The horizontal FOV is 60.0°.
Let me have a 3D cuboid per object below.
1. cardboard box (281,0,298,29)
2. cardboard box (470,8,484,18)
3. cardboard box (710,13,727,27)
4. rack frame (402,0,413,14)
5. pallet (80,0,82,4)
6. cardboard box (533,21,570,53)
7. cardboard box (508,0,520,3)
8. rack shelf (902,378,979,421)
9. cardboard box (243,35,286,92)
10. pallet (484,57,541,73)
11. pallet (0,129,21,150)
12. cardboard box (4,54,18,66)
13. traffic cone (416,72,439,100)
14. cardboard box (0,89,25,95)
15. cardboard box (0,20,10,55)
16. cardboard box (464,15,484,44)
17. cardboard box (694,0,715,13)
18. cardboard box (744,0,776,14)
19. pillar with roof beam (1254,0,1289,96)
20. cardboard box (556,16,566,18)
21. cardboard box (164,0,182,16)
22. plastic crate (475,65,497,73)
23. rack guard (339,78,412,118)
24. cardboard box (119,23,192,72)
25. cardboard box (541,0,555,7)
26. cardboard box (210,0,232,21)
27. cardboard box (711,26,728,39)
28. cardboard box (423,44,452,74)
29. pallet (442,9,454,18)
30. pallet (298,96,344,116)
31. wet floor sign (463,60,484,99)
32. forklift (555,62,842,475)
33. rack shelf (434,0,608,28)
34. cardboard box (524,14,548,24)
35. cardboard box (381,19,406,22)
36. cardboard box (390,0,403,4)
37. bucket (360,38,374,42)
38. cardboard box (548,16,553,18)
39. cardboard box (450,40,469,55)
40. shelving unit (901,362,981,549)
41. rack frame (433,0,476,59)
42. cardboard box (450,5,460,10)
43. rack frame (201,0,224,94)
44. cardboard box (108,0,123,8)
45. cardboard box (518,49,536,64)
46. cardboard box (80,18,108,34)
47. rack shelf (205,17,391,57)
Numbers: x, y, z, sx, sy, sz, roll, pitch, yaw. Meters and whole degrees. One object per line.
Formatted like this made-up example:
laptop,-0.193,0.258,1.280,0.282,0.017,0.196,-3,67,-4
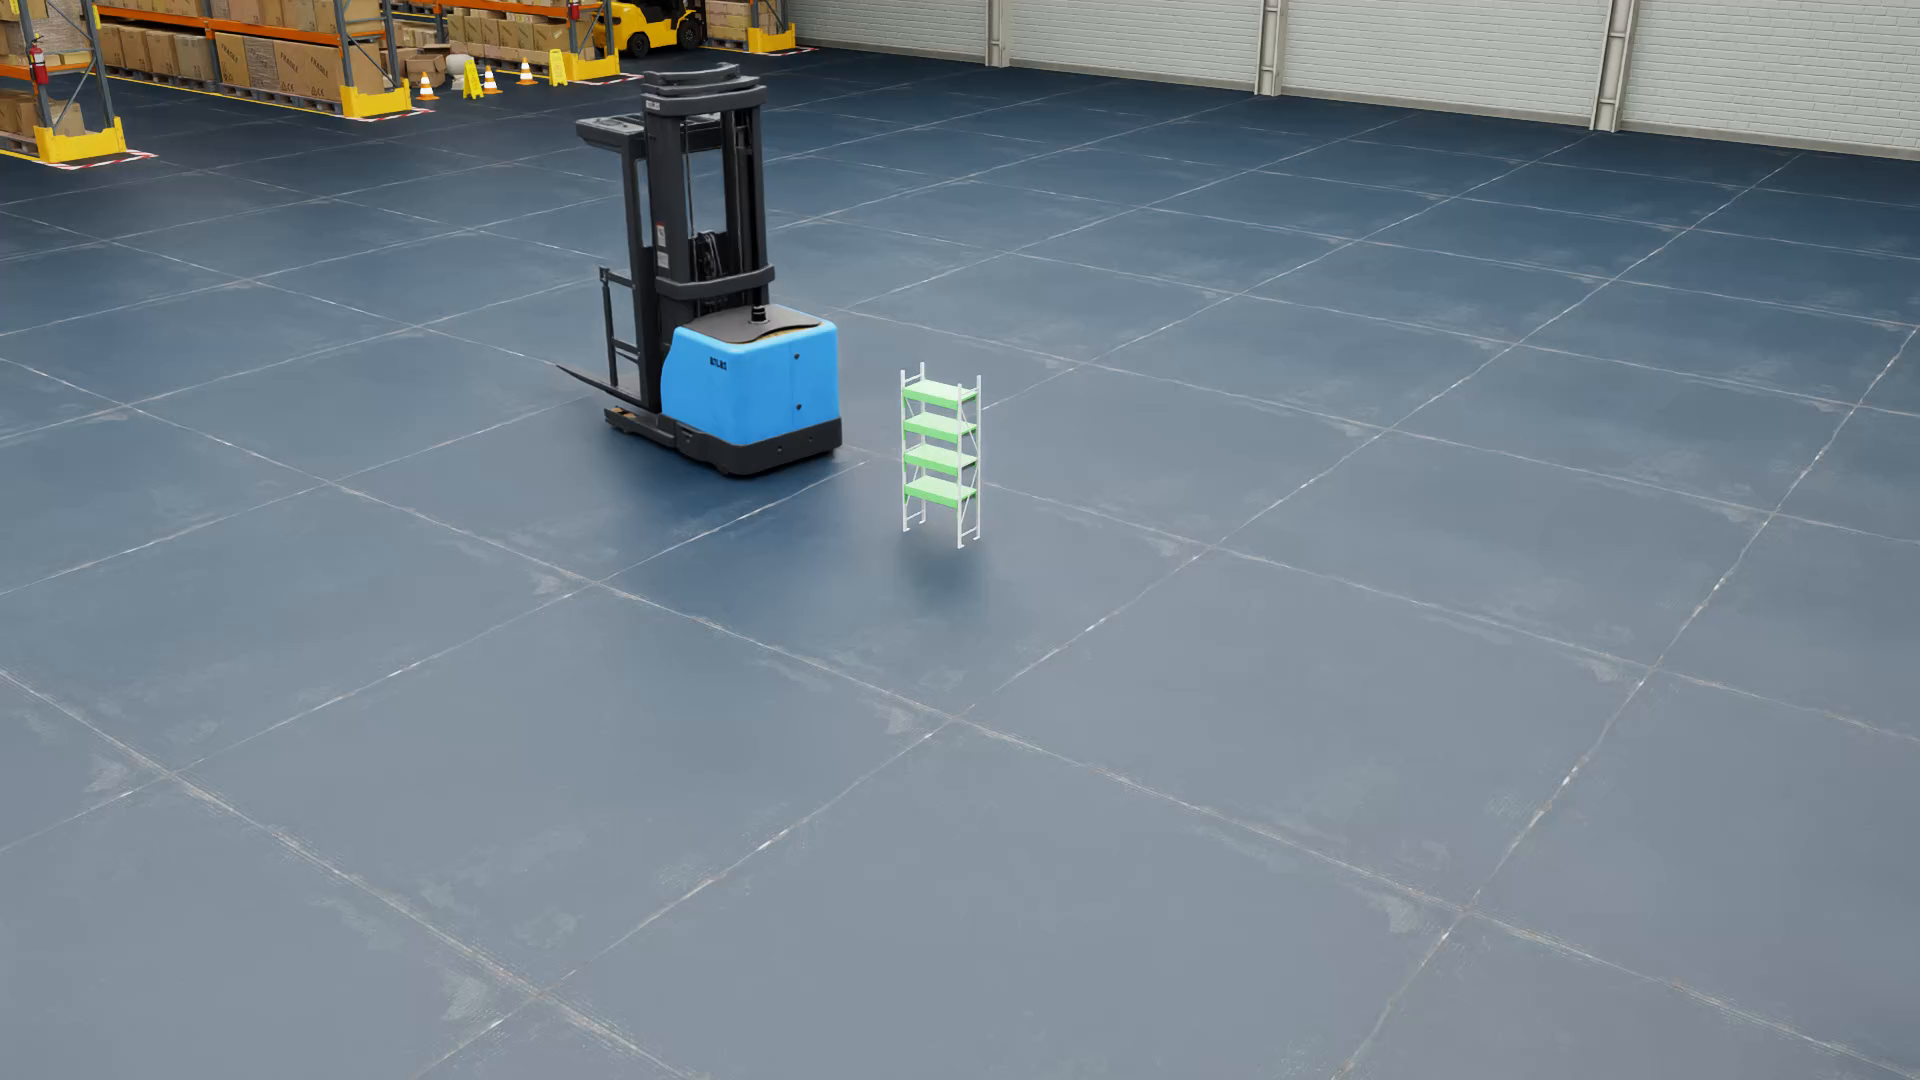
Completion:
cardboard box,-11.041,-9.080,28.453,0.550,0.550,0.875,17,29,33
cardboard box,-9.417,-10.394,32.776,0.250,0.149,0.380,18,30,35
cardboard box,-5.001,-11.163,35.635,0.500,0.250,0.500,16,29,33
rack frame,-13.631,-14.760,41.530,0.127,3.000,1.000,17,29,33
pallet,-16.927,-10.619,32.370,1.003,0.211,1.213,17,29,33
cardboard box,-7.800,-9.643,31.875,0.500,0.500,0.500,17,29,34
cardboard box,-8.496,-10.449,32.057,0.250,0.149,0.380,16,29,33
rack shelf,-0.132,-0.970,11.431,0.480,0.148,0.258,17,29,33
cardboard box,-11.907,-8.430,29.278,0.875,0.875,0.875,17,29,34
pallet,-8.665,-9.502,33.053,1.213,0.211,1.003,17,29,33
pallet,-14.608,-6.304,25.796,1.213,0.211,1.003,17,29,33
cardboard box,-13.729,-7.051,24.344,0.250,0.149,0.380,17,29,33
traffic cone,-9.464,-8.060,29.470,0.334,0.463,0.336,17,29,33
cardboard box,-14.844,-6.704,25.825,0.500,0.500,0.500,14,27,29
cardboard box,-13.842,-7.465,24.479,0.500,0.500,0.875,17,29,33
cardboard box,-9.458,-10.145,33.015,0.500,0.500,0.500,18,30,35
cardboard box,-5.406,-11.501,35.782,0.500,0.250,0.500,17,29,34
cardboard box,-4.300,-11.427,35.615,0.500,0.250,0.500,16,29,33
pillar with roof beam,2.975,-10.772,25.038,0.400,9.000,9.100,17,29,33
cardboard box,-8.873,-12.425,38.654,0.625,0.625,0.875,15,28,31
cardboard box,-14.074,-9.810,30.170,0.500,0.500,0.500,16,29,33
plastic crate,-9.439,-9.243,32.629,0.583,0.080,0.402,7,25,15
rack guard,-9.872,-7.485,28.118,0.348,0.500,1.175,17,29,33
cardboard box,-15.158,-9.345,31.509,0.750,0.750,1.050,17,29,34
cardboard box,-7.700,-10.188,31.465,0.250,0.149,0.380,16,29,33
cardboard box,-12.789,-9.585,29.599,0.550,0.550,0.875,17,29,33
cardboard box,-4.987,-10.928,35.720,0.500,0.250,0.500,17,29,33
cardboard box,-10.162,-9.383,32.422,0.500,0.500,0.500,-5,24,-12
pallet,-11.977,-13.005,41.005,1.213,0.211,1.003,17,29,33
pallet,-10.578,-7.527,28.571,1.213,0.211,1.003,17,29,33
wet floor sign,-8.680,-8.189,29.536,0.232,0.644,0.267,12,26,24
forklift,-2.314,-2.344,13.435,1.130,2.935,3.031,-21,31,-39
rack shelf,-8.603,-10.411,32.550,4.000,0.370,1.077,17,29,33
cardboard box,-8.134,-10.007,31.896,0.250,0.149,0.380,18,29,35
cardboard box,-12.363,-10.865,35.427,0.625,0.372,0.950,16,28,32
cardboard box,-14.253,-13.688,42.111,0.250,0.149,0.380,16,28,32
bucket,-11.600,-9.511,31.790,0.726,0.611,0.620,-15,18,-30
cardboard box,-8.319,-10.072,32.849,0.500,0.500,0.500,17,29,34
cardboard box,-9.894,-9.928,33.451,0.500,0.250,0.500,15,28,31
shelving unit,-0.132,-0.589,11.599,0.503,1.200,0.258,17,29,33
rack frame,-10.204,-11.224,33.503,0.127,3.000,1.000,17,29,33
cardboard box,-12.139,-13.244,40.668,0.500,0.500,0.500,16,28,31
rack frame,-13.092,-9.602,29.823,0.127,3.000,1.000,17,29,33
cardboard box,-15.687,-10.297,31.277,0.500,0.500,0.500,17,29,33
cardboard box,-8.221,-9.427,32.314,0.500,0.250,0.500,17,29,33
cardboard box,-16.997,-10.042,32.469,0.500,0.250,0.500,16,28,32
rack shelf,-11.491,-8.789,28.870,4.000,0.370,1.077,17,29,33
